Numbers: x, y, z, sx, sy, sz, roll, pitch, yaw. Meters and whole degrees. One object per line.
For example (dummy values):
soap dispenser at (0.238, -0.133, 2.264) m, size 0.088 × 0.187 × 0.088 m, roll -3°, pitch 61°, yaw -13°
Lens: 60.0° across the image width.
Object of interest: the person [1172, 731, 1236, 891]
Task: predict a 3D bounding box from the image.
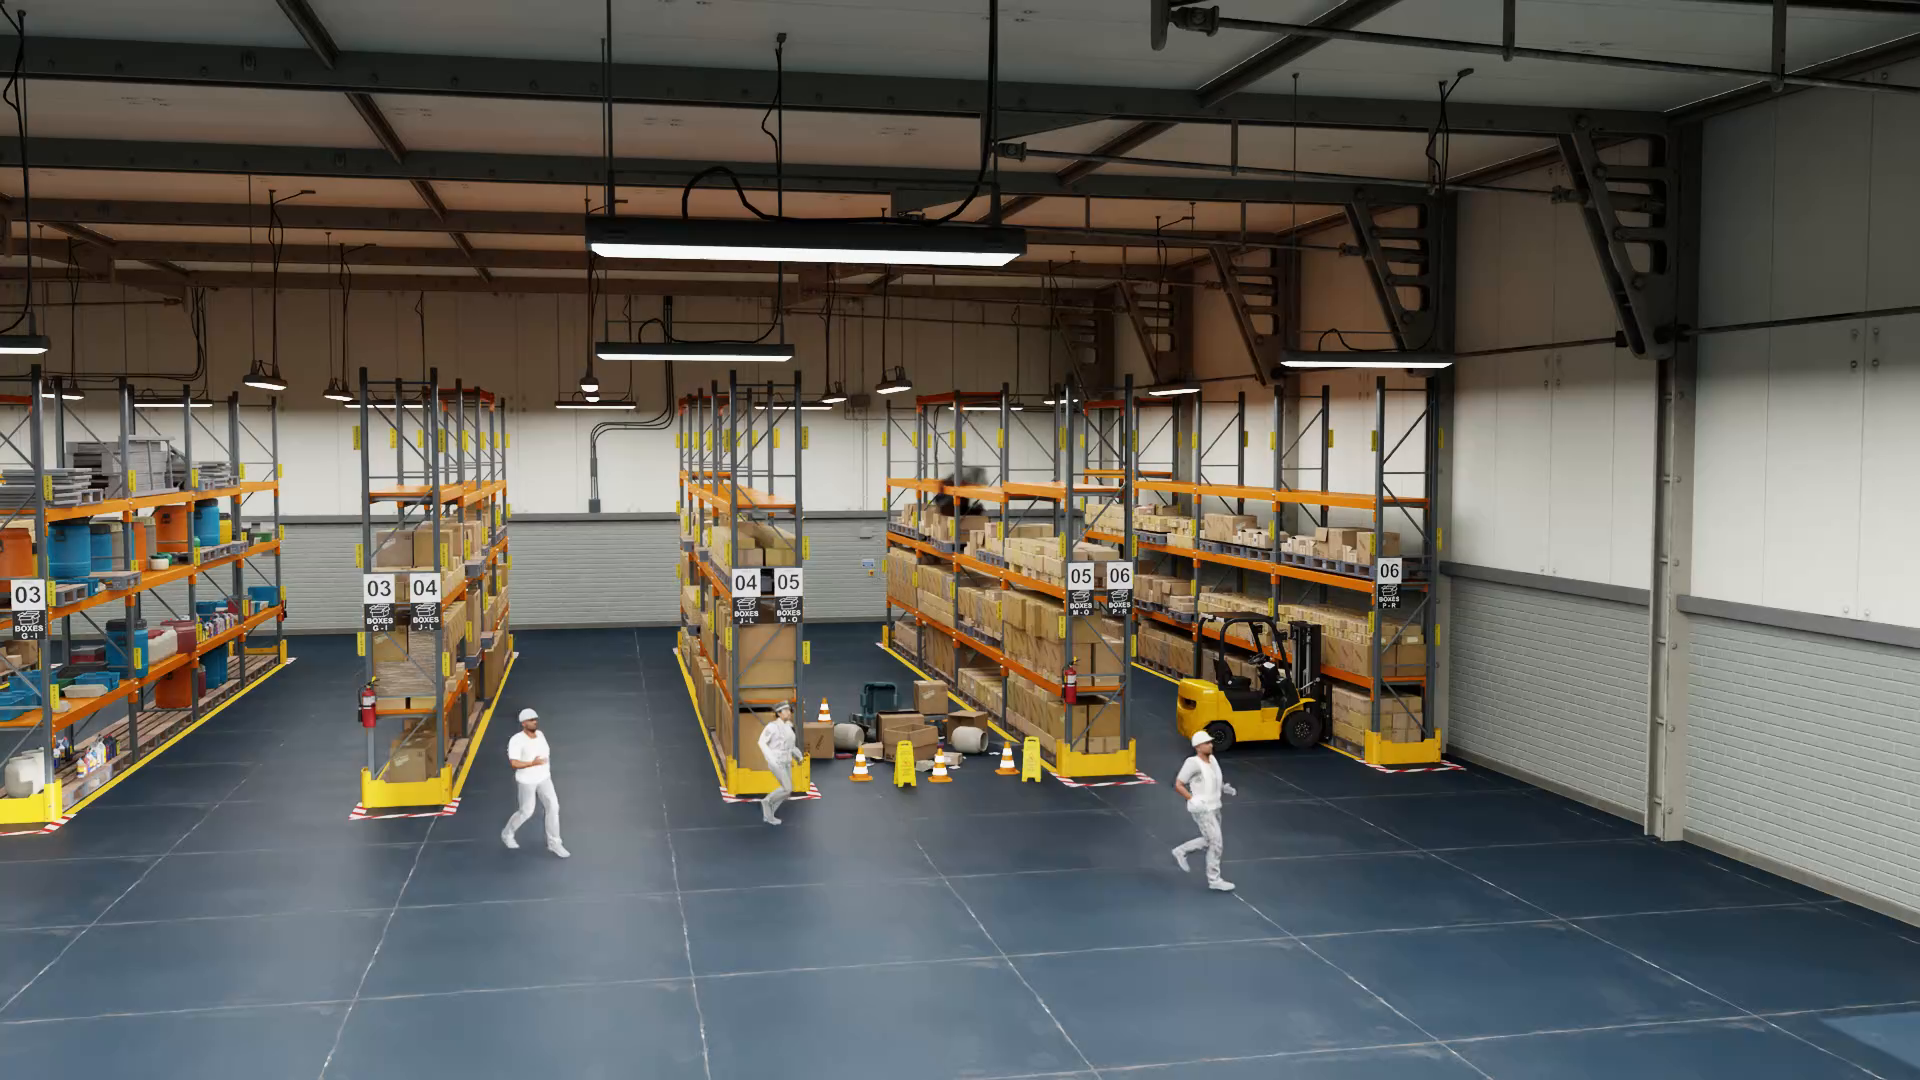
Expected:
person at (2.718, 3.018, 18.656) m, size 0.839 × 1.753 × 0.697 m, roll 2°, pitch 4°, yaw 36°

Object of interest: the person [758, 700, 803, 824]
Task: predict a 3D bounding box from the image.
person at (-2.322, 2.893, 21.725) m, size 0.549 × 1.635 × 0.573 m, roll 2°, pitch 4°, yaw 31°

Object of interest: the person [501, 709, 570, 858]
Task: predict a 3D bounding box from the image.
person at (-5.145, 2.926, 20.125) m, size 0.944 × 1.779 × 0.706 m, roll 2°, pitch 4°, yaw 32°
